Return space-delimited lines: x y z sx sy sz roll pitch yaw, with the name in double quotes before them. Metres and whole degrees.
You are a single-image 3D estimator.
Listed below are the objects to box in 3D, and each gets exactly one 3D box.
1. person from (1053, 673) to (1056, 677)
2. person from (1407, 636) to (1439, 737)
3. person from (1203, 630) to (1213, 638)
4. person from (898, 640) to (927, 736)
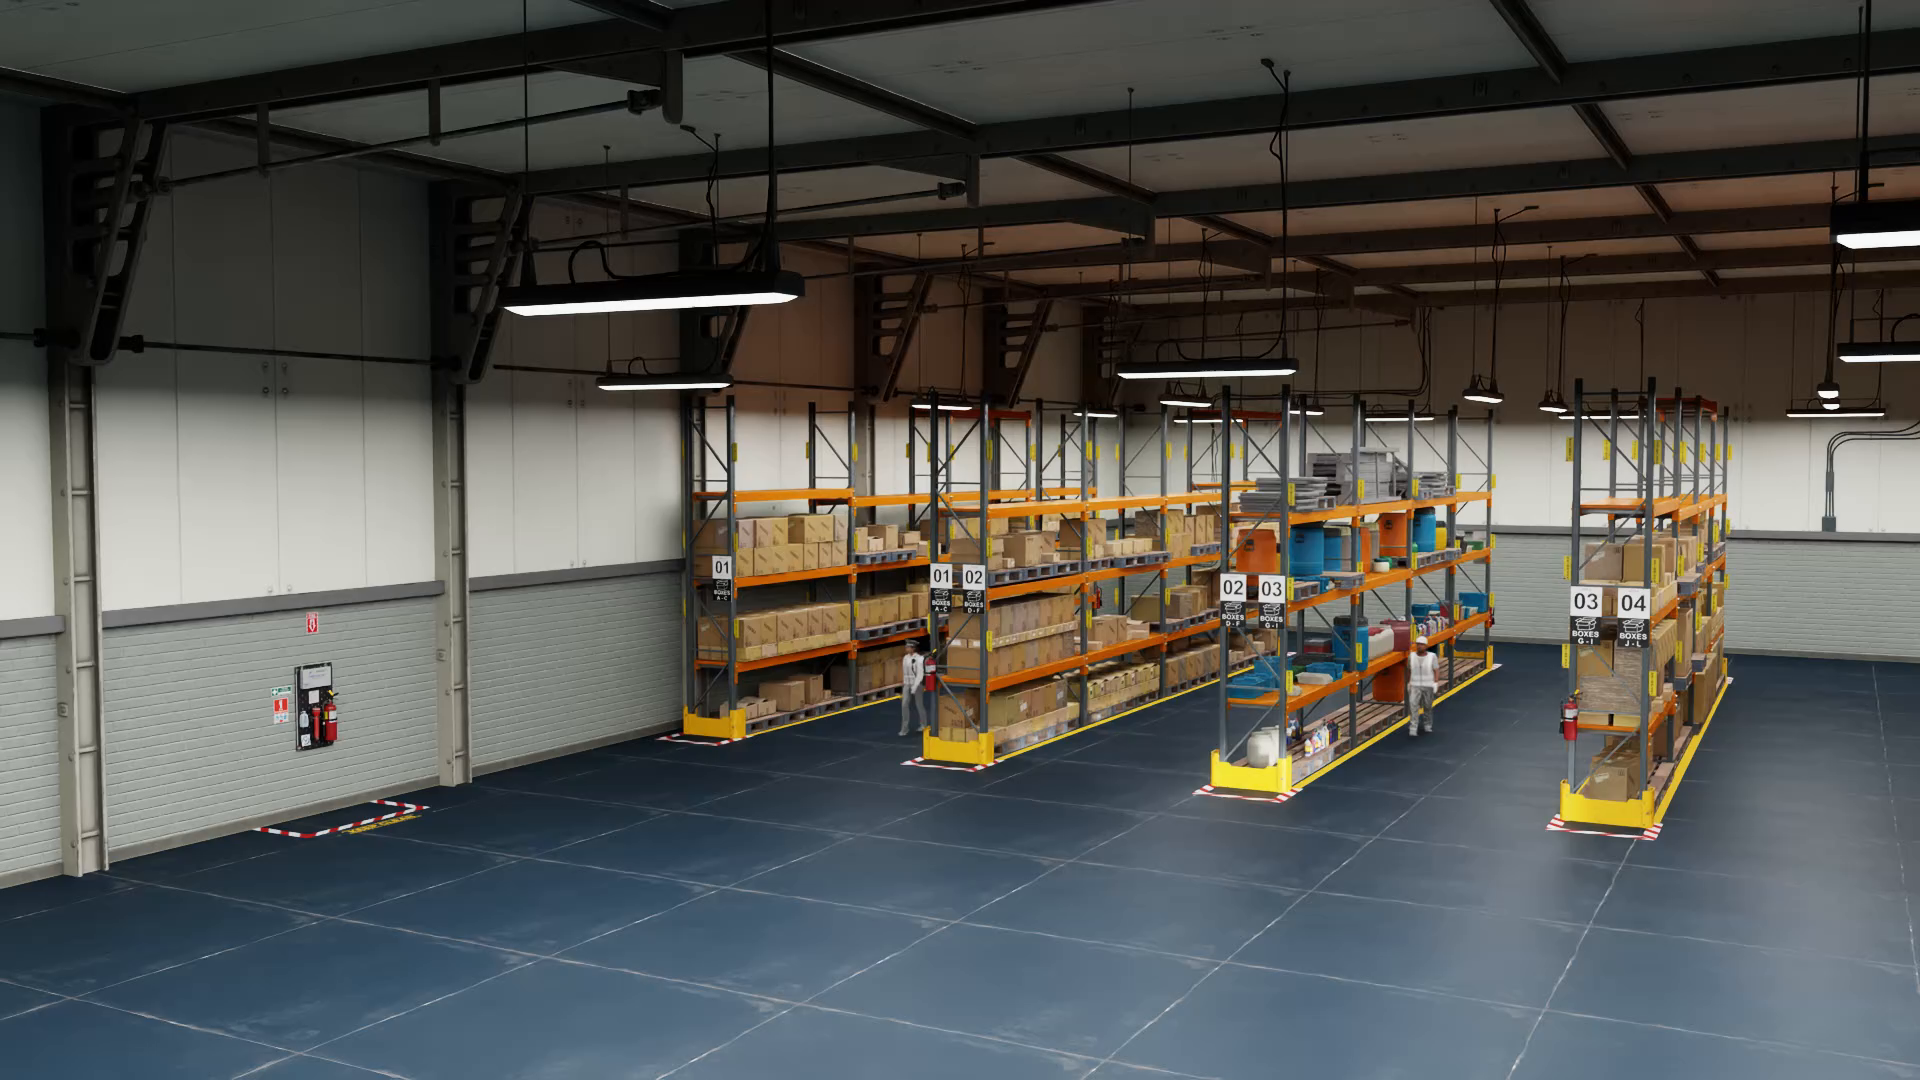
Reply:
"person" 1.714 2.397 34.521 0.442 1.559 0.852 2 4 37
"person" 8.131 2.571 29.261 0.580 1.736 1.013 1 3 21
"person" 6.308 2.002 42.280 0.570 1.515 0.795 2 4 39
"person" -0.859 2.627 29.605 0.510 1.709 0.724 2 4 34
